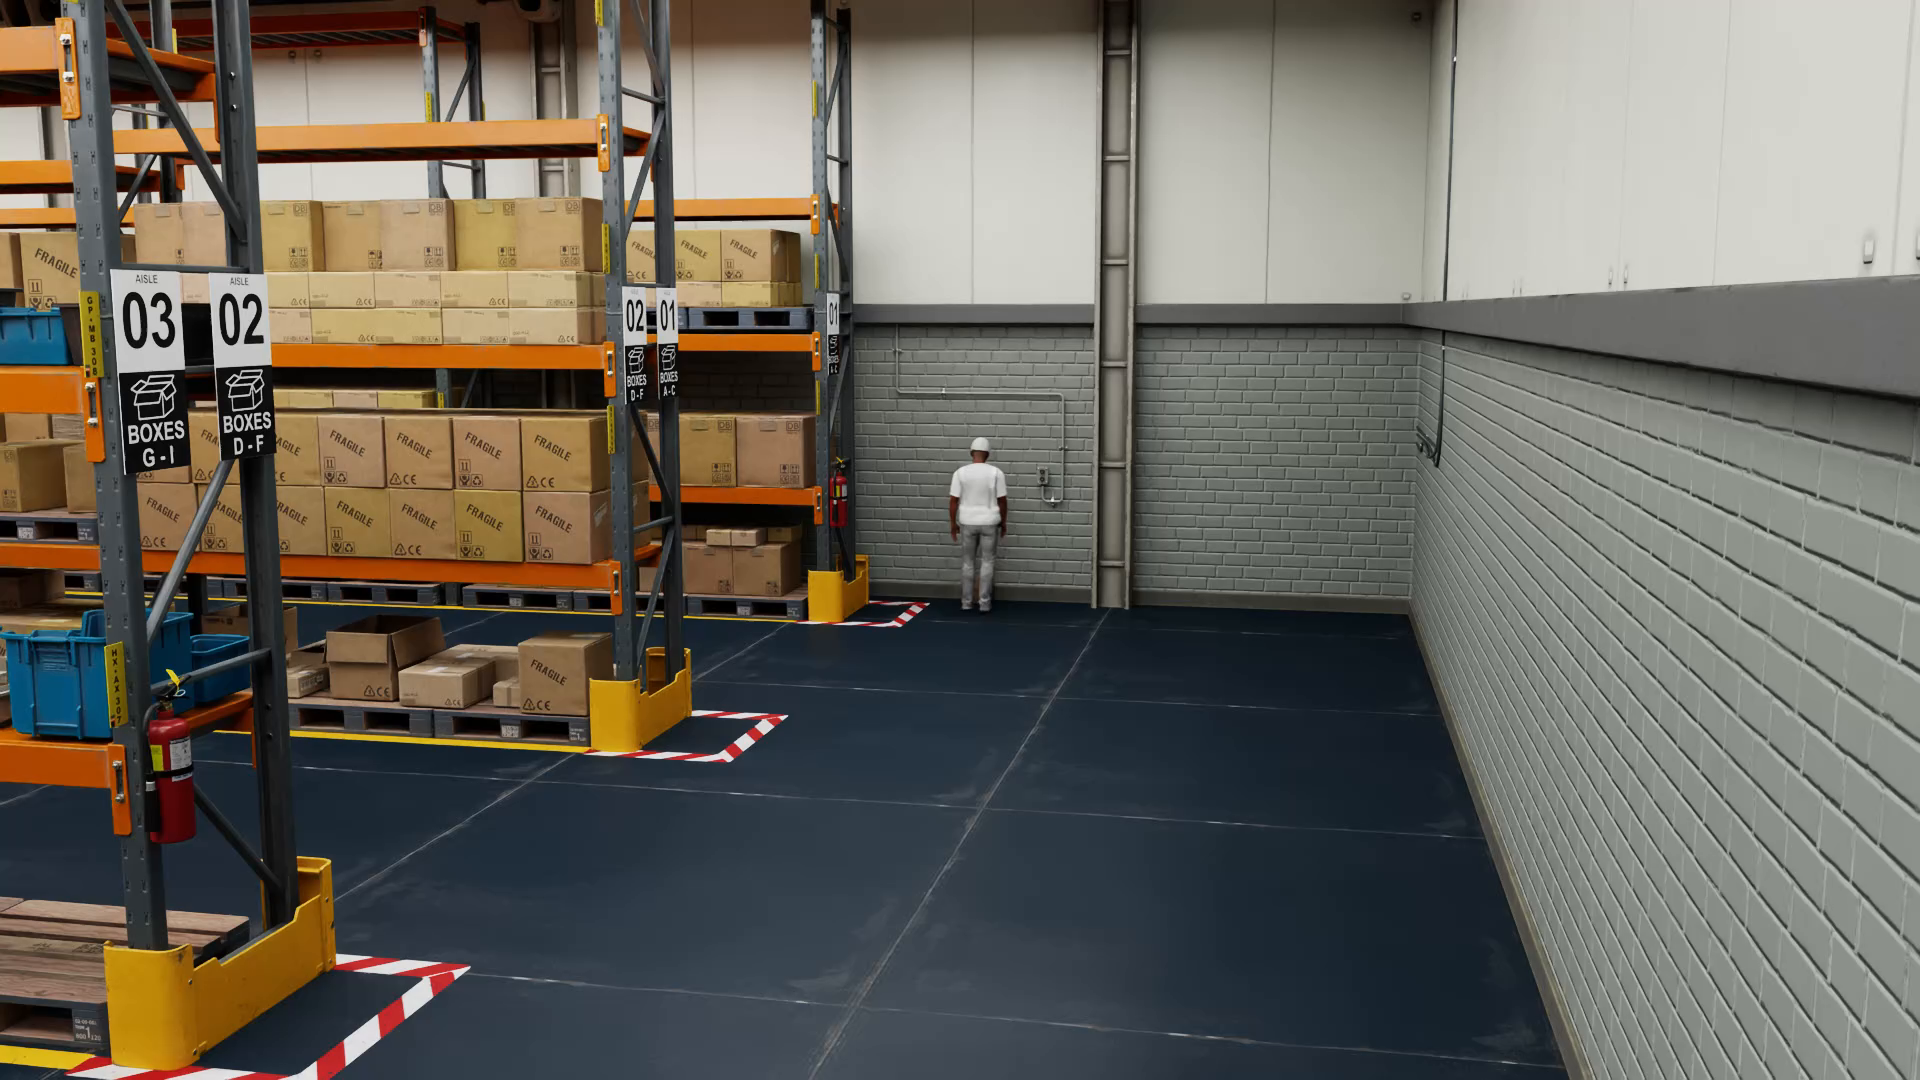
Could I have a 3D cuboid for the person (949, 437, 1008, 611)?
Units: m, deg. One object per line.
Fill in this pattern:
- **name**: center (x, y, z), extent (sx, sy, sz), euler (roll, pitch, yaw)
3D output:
- **person**: center (0.190, -0.160, 16.818), extent (0.587, 1.773, 0.518), euler (1, 8, 7)
